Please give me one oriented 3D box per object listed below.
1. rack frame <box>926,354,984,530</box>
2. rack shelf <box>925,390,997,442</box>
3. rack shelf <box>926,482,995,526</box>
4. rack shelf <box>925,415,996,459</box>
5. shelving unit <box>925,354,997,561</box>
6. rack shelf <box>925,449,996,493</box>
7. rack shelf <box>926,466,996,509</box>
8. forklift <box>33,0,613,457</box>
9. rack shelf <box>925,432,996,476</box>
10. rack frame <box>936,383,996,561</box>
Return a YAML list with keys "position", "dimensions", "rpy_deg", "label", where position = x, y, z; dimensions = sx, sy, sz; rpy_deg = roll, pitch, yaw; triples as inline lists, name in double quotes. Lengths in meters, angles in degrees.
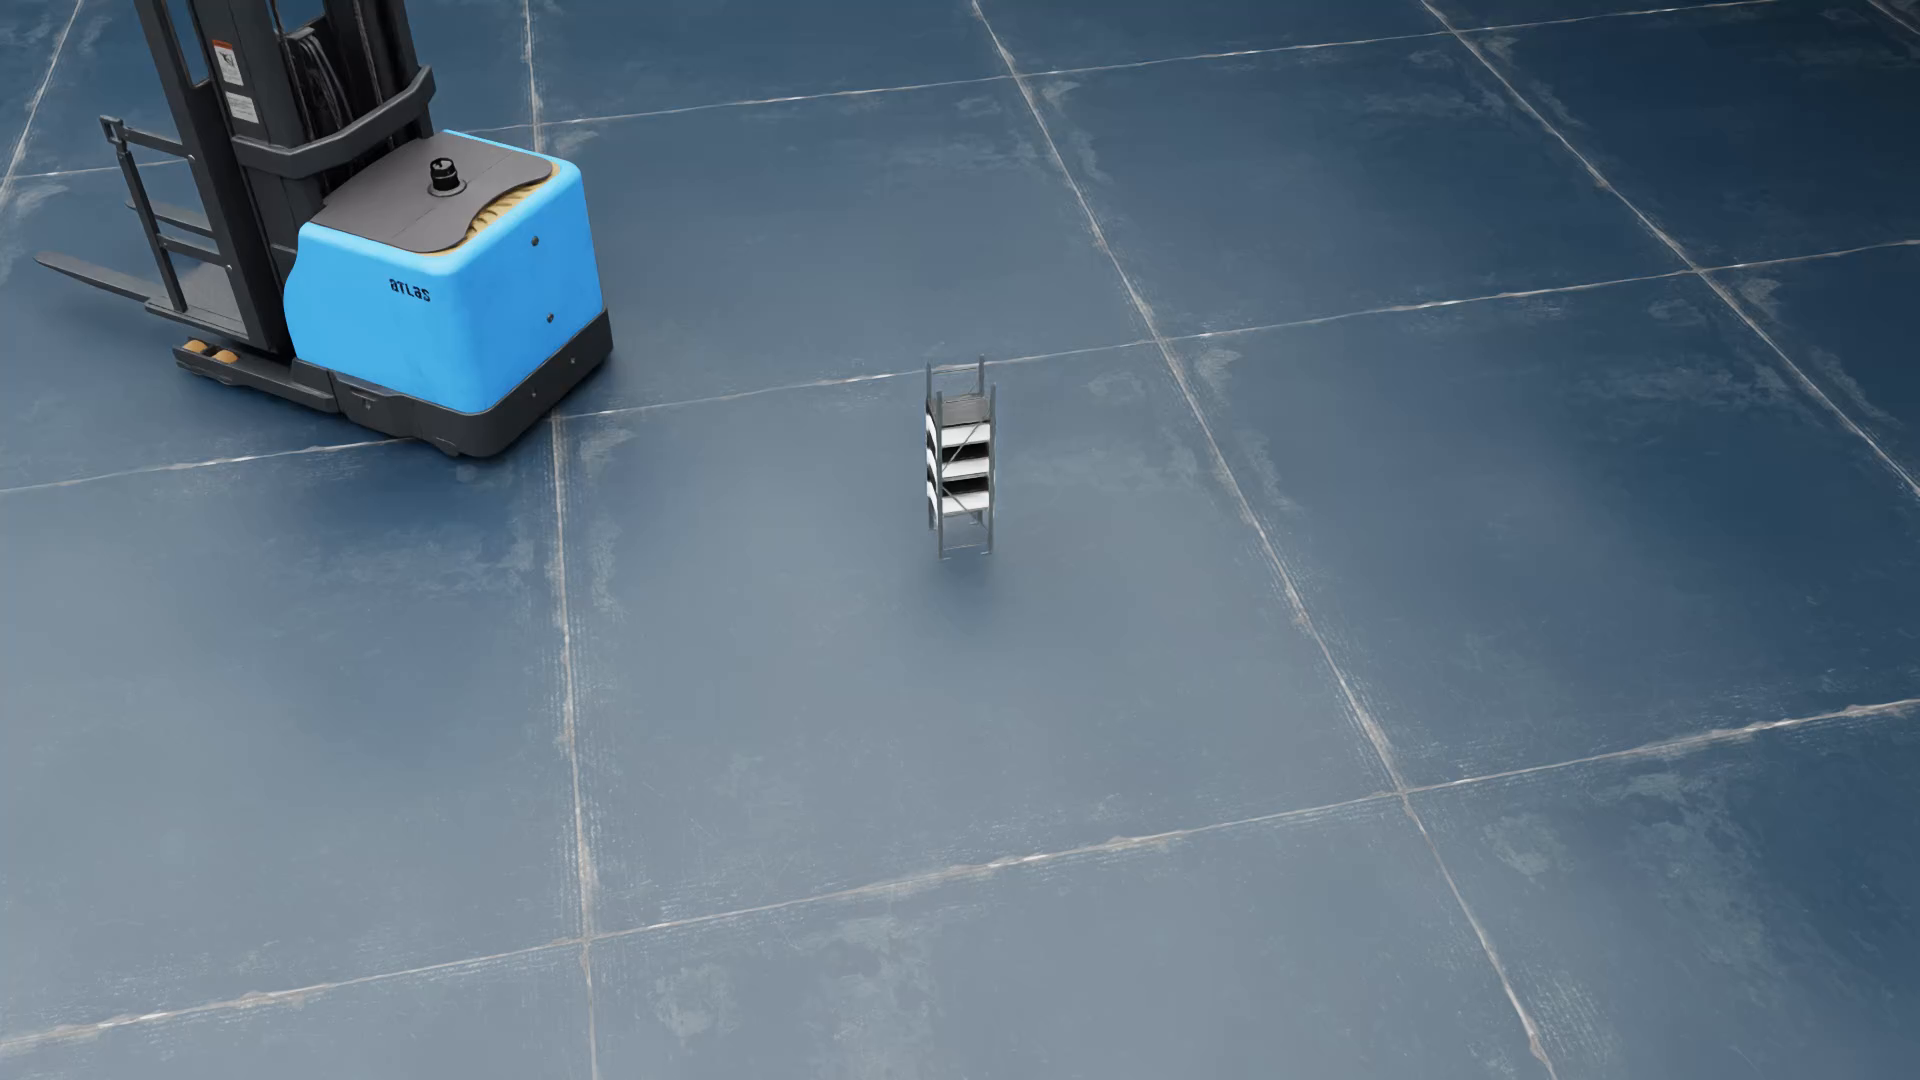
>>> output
- position: [-0.020, -0.397, 7.020]
  dimensions: [0.240, 0.900, 0.006]
  rpy_deg: [-8, 42, -9]
  label: "rack frame"
- position: [0.002, -0.508, 6.788]
  dimensions: [0.258, 0.077, 0.200]
  rpy_deg: [-8, 42, -9]
  label: "rack shelf"
- position: [0.002, -0.172, 7.087]
  dimensions: [0.258, 0.077, 0.200]
  rpy_deg: [-8, 42, -9]
  label: "rack shelf"
- position: [0.002, -0.441, 6.848]
  dimensions: [0.258, 0.077, 0.200]
  rpy_deg: [-8, 42, -9]
  label: "rack shelf"
- position: [0.002, -0.331, 6.945]
  dimensions: [0.258, 0.900, 0.210]
  rpy_deg: [-8, 42, -9]
  label: "shelving unit"
- position: [0.002, -0.306, 6.967]
  dimensions: [0.258, 0.077, 0.200]
  rpy_deg: [-8, 42, -9]
  label: "rack shelf"
- position: [0.002, -0.239, 7.027]
  dimensions: [0.258, 0.077, 0.200]
  rpy_deg: [-8, 42, -9]
  label: "rack shelf"
- position: [-3.267, -2.147, 7.461]
  dimensions: [3.031, 2.935, 1.130]
  rpy_deg: [18, 45, 19]
  label: "forklift"
- position: [0.002, -0.374, 6.908]
  dimensions: [0.258, 0.077, 0.200]
  rpy_deg: [-8, 42, -9]
  label: "rack shelf"
- position: [0.024, -0.265, 6.871]
  dimensions: [0.240, 0.900, 0.006]
  rpy_deg: [-8, 42, -9]
  label: "rack frame"
